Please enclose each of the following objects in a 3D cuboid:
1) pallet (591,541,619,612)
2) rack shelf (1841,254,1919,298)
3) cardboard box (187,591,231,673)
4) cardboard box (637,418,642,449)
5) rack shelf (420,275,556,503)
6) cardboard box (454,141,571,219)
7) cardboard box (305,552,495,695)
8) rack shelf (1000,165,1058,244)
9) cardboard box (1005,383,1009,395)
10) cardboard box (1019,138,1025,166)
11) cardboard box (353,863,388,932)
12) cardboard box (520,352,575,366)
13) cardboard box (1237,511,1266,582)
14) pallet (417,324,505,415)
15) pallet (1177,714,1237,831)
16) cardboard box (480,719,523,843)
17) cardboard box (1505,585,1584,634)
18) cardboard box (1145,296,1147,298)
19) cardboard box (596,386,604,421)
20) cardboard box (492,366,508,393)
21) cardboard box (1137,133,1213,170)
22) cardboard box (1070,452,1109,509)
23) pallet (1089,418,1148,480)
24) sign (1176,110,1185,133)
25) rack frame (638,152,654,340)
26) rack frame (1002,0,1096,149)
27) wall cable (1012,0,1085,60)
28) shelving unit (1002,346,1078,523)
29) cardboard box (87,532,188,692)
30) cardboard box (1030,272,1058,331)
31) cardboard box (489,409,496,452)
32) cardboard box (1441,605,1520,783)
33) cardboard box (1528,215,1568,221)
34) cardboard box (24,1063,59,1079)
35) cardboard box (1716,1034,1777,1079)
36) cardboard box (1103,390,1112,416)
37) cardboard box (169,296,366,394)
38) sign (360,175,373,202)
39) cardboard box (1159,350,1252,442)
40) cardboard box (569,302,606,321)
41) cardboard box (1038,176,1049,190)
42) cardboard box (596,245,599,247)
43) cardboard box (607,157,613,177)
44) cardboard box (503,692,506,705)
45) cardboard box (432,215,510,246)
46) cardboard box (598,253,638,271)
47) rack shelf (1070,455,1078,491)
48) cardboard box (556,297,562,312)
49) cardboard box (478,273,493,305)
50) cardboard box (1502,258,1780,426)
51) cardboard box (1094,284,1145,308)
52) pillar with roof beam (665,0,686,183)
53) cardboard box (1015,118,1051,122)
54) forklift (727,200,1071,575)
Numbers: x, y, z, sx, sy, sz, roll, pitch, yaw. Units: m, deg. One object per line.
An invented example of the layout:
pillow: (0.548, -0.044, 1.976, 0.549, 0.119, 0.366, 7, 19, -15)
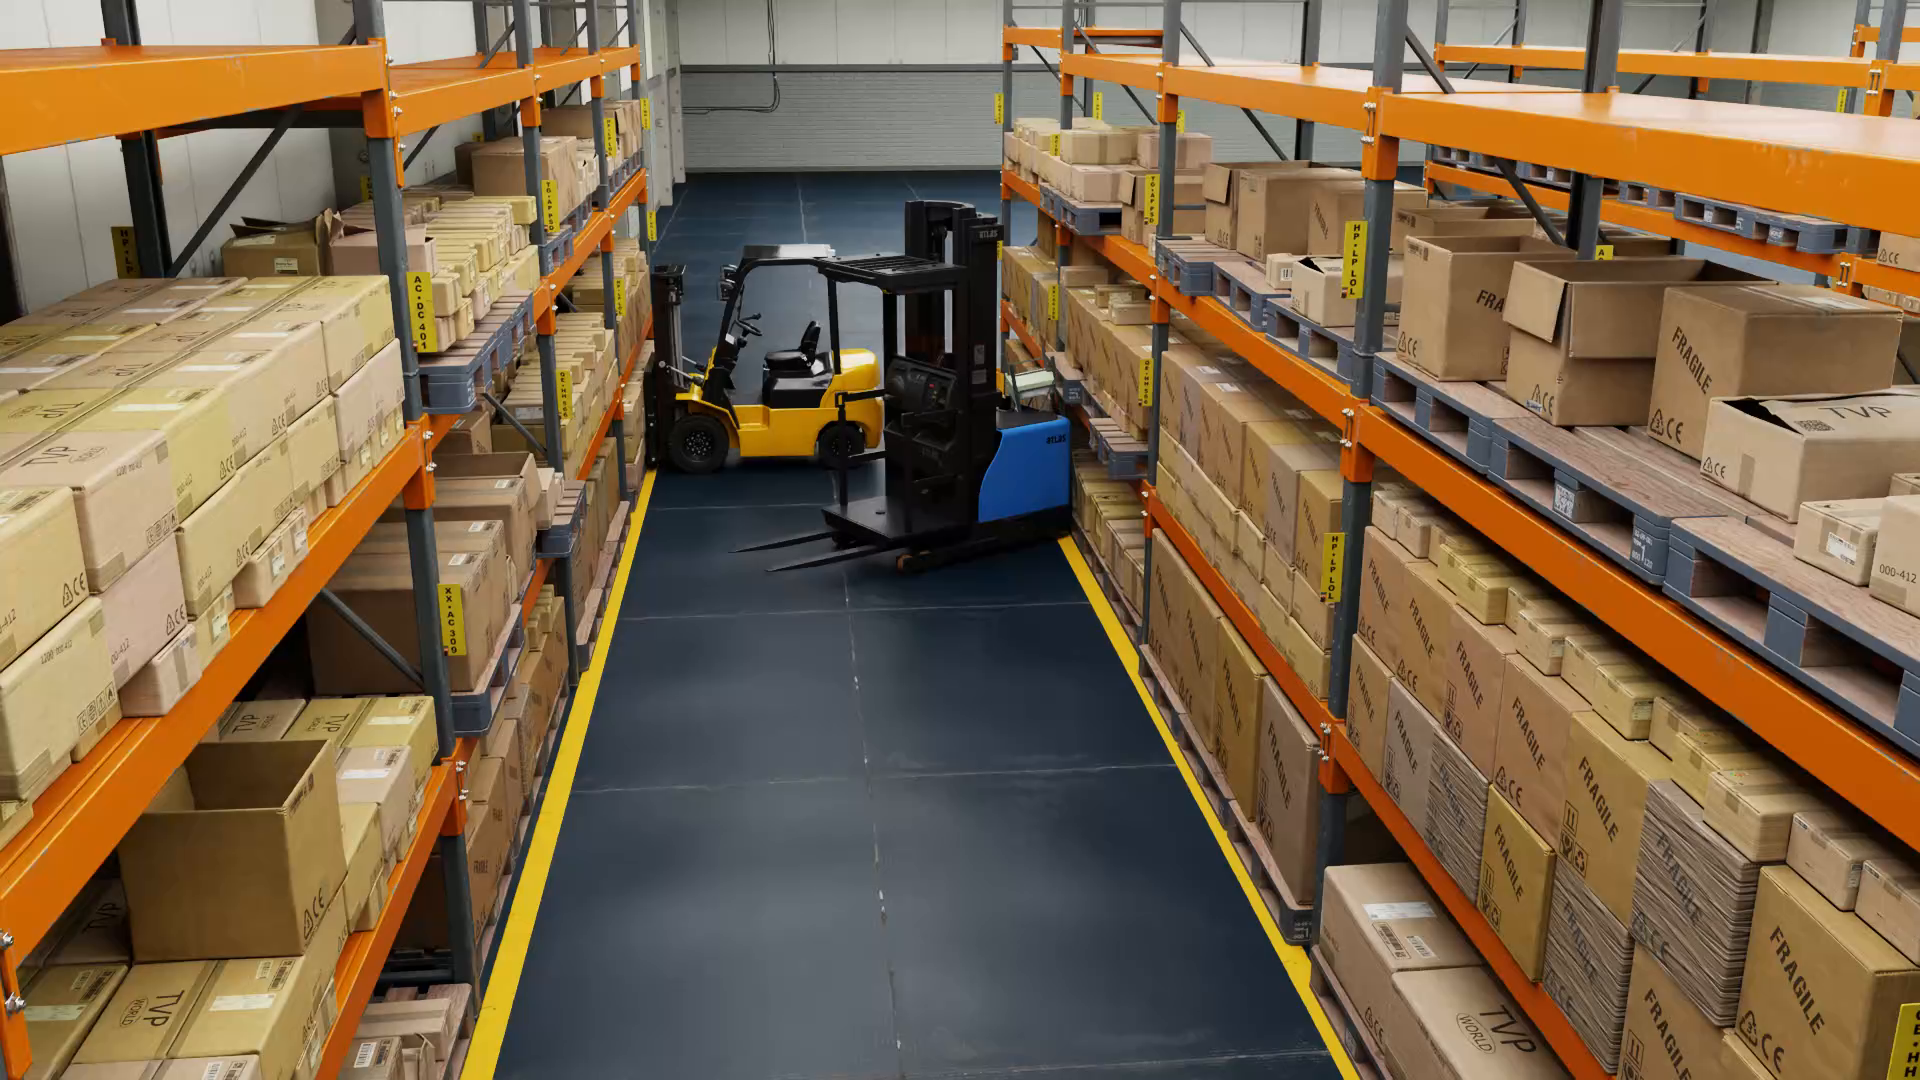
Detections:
pallet: (-3.303, 0.304, 13.356, 1.003, 0.211, 1.213, -2, 18, -6)
rack shelf: (6.922, -1.247, 9.834, 1.077, 0.370, 4.000, -2, 18, -6)
cardboard box: (-2.131, 0.243, 4.306, 0.380, 0.149, 0.250, -2, 18, -6)
cardboard box: (-3.344, -1.040, 16.036, 0.500, 0.250, 0.500, -2, 18, -6)
rack shelf: (-2.928, -0.909, 8.759, 1.077, 0.370, 4.000, -2, 18, -6)
cardboard box: (-3.118, -2.515, 11.637, 0.700, 0.500, 0.500, -2, 18, -7)
cardboard box: (-2.549, 0.375, 7.606, 0.700, 0.500, 0.500, -1, 17, -4)
rack shelf: (1.184, -3.447, 16.843, 1.077, 0.370, 4.000, -2, 18, -6)
cardboard box: (0.786, -1.595, 18.639, 0.500, 0.250, 0.500, -2, 18, -6)
cardboard box: (0.885, -3.995, 17.141, 0.500, 0.250, 0.500, -1, 17, -4)
cardboard box: (-2.284, 1.289, 5.982, 0.380, 0.149, 0.250, -2, 18, -6)
cardboard box: (-3.141, -1.337, 12.679, 0.380, 0.149, 0.250, -2, 18, -6)
cardboard box: (1.810, 0.026, 9.001, 0.500, 0.250, 0.500, -1, 17, -4)
pallet: (-2.719, -0.763, 7.407, 1.213, 0.211, 1.003, -2, 18, -6)
pallet: (1.932, 1.359, 9.997, 1.003, 0.211, 1.213, -2, 18, -6)
cardboard box: (-2.660, 1.308, 8.974, 0.500, 0.500, 0.500, -2, 18, -7)
cardboard box: (2.171, 0.267, 5.900, 0.380, 0.149, 0.250, -2, 18, -6)
cardboard box: (1.718, -1.875, 14.278, 0.500, 0.500, 0.500, -2, 18, -5)
cardboard box: (-3.156, -1.097, 13.414, 0.500, 0.250, 0.500, -2, 18, -5)
cardboard box: (-3.518, -1.170, 12.146, 0.380, 0.149, 0.250, -2, 18, -6)
cardboard box: (1.704, -3.090, 13.218, 0.500, 0.250, 0.500, -1, 17, -5)
cardboard box: (1.447, -0.554, 15.120, 0.950, 0.372, 0.625, -2, 17, -5)
pallet: (1.623, -0.689, 12.185, 1.213, 0.211, 1.003, -2, 18, -6)
sign: (1.942, -3.647, 14.759, 0.100, 0.325, 0.005, -2, 18, -6)
rack frame: (-3.959, -2.801, 18.590, 1.000, 3.000, 0.127, -2, 18, -6)
rack frame: (0.977, -5.817, 18.184, 1.000, 3.000, 0.127, -2, 18, -6)
wall cable: (2.578, -17.196, 48.748, 2.305, 6.003, 0.169, -2, 18, -6)
shelving unit: (0.743, -0.933, 14.995, 0.431, 1.500, 0.755, -12, 14, -1)
cardboard box: (-2.156, 0.173, 3.863, 0.500, 0.250, 0.500, -1, 17, -5)
cardboard box: (0.979, -2.385, 16.604, 0.500, 0.500, 0.500, -1, 17, -4)
cardboard box: (-3.457, -0.709, 11.345, 0.500, 0.250, 0.500, -1, 17, -4)
cardboard box: (2.111, 0.548, 6.087, 0.500, 0.500, 0.500, -1, 17, -5)
cardboard box: (6.146, -3.127, 17.577, 0.875, 0.550, 0.500, -2, 18, -6)
cardboard box: (-2.672, 1.613, 4.284, 0.500, 0.250, 0.500, -2, 18, -5)
cardboard box: (2.315, 1.628, 4.315, 0.500, 0.500, 0.500, -2, 18, -5)
cardboard box: (1.304, -1.051, 12.735, 0.380, 0.149, 0.250, -1, 17, -5)
cardboard box: (-2.369, -0.672, 5.720, 0.500, 0.250, 0.500, -2, 18, -7)
sign: (-3.687, -2.118, 10.413, 0.100, 0.325, 0.005, -2, 18, -6)
cardboard box: (1.610, -0.942, 10.834, 0.500, 0.500, 0.500, -2, 18, -7)
cardboard box: (-3.318, -2.069, 15.011, 0.380, 0.149, 0.250, -2, 18, -7)
cardboard box: (0.962, -3.466, 16.122, 0.380, 0.149, 0.250, -1, 17, -4)
cardboard box: (-4.137, -3.193, 18.094, 0.380, 0.149, 0.250, -2, 18, -7)
cardboard box: (-3.291, -3.311, 14.761, 0.380, 0.149, 0.250, -1, 17, -4)
cardboard box: (-2.748, 0.875, 9.270, 0.380, 0.149, 0.250, -2, 18, -5)
cardboard box: (-2.699, -1.704, 9.178, 0.380, 0.149, 0.250, -2, 18, -7)
cardboard box: (-3.481, -2.823, 16.913, 0.380, 0.149, 0.250, -1, 17, -5)
rack shelf: (0.806, -0.623, 15.074, 0.431, 0.370, 0.720, -12, 14, -1)
cardboard box: (-3.915, -2.207, 15.448, 0.380, 0.149, 0.250, -1, 17, -4)
cardboard box: (-2.465, -1.190, 8.005, 0.380, 0.149, 0.250, -2, 18, -6)
cardboard box: (2.386, -0.708, 5.875, 0.797, 0.503, 0.637, 0, 17, -1)
cardboard box: (1.301, -1.991, 13.565, 0.380, 0.149, 0.250, -1, 17, -3)
pillar with roof beam: (-3.596, -14.499, 45.836, 9.100, 9.000, 0.400, -2, 18, -6)
cardboard box: (0.811, -4.535, 18.194, 0.380, 0.149, 0.250, -2, 18, -6)
forklift: (-0.503, -1.287, 13.885, 3.031, 2.935, 1.130, -12, 21, -34)
